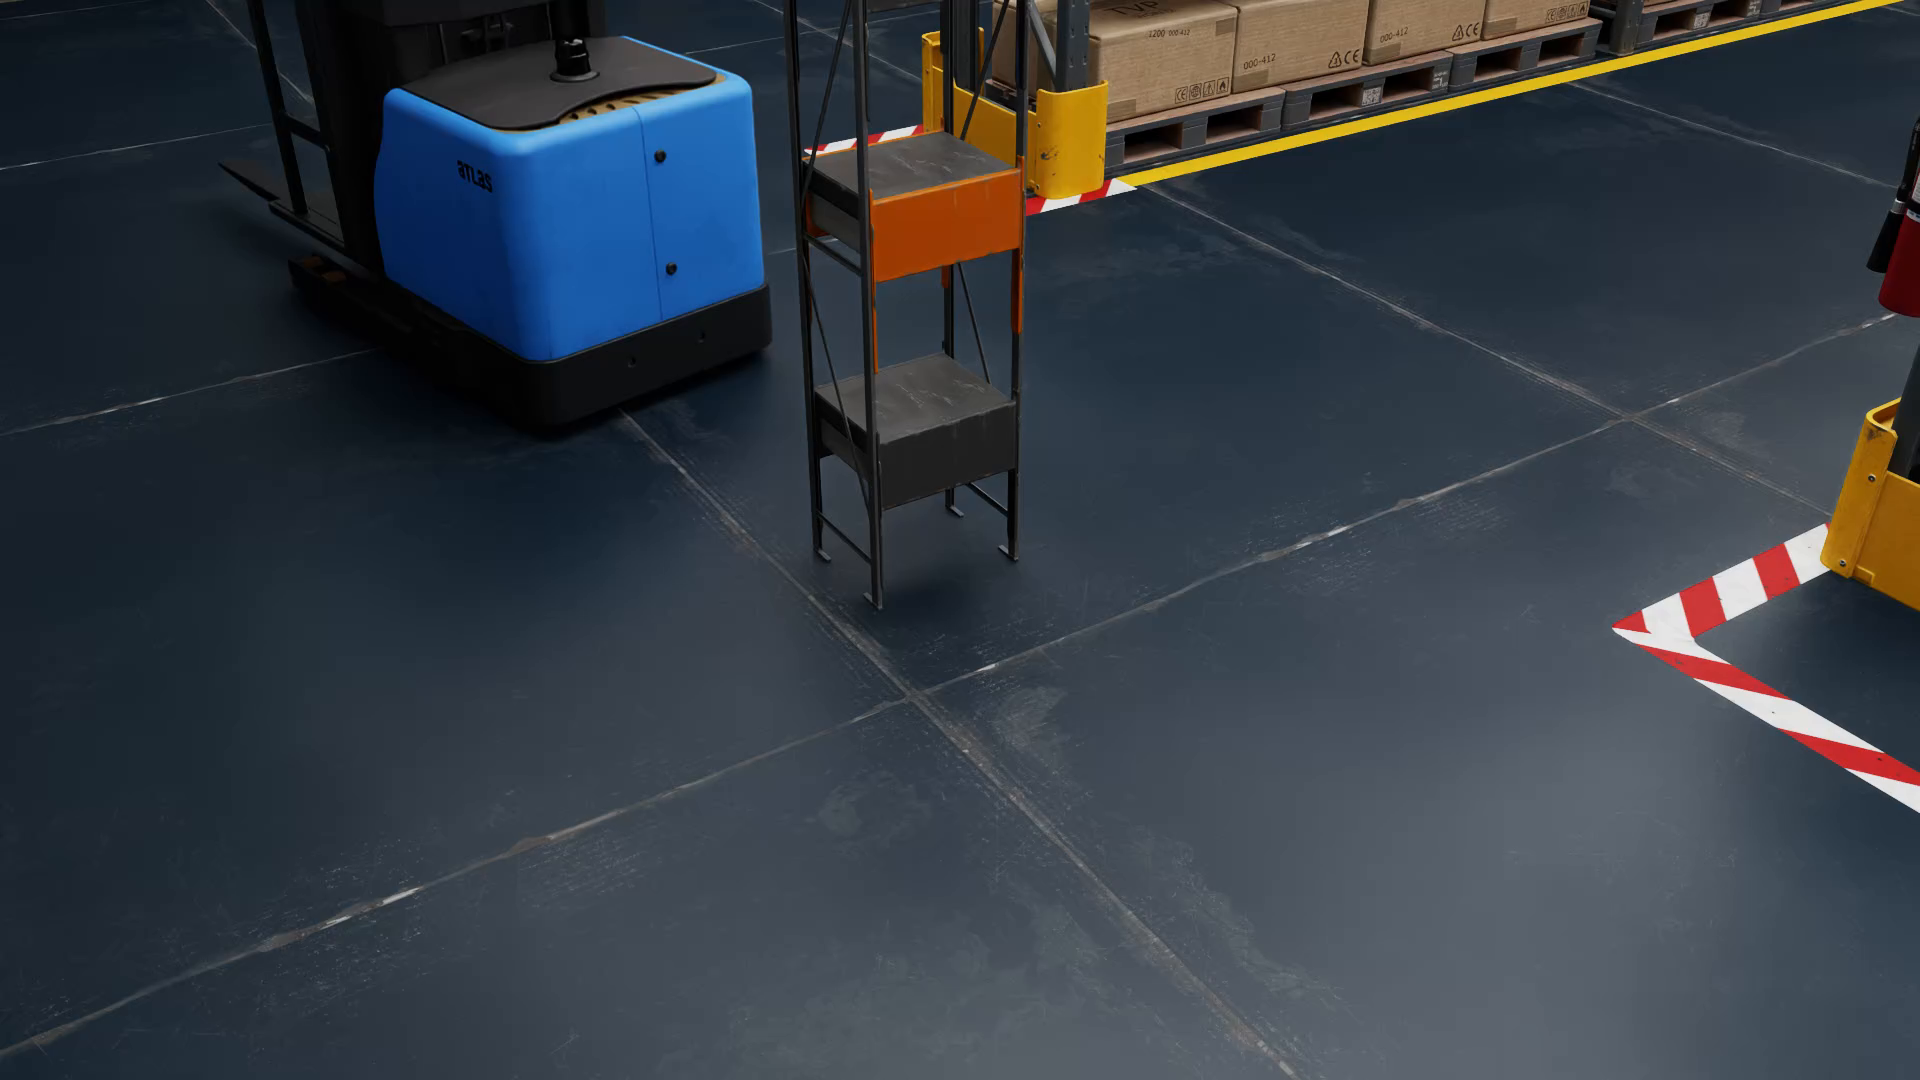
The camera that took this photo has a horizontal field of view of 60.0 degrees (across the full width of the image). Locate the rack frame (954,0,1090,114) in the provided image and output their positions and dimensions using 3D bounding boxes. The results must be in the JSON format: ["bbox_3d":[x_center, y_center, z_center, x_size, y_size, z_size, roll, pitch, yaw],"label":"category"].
[{"bbox_3d":[0.267,-3.164,7.454,0.127,3.000,1.000,-19,37,-27],"label":"rack frame"}]

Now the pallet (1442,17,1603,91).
[{"bbox_3d":[2.947,-2.956,9.738,1.213,0.211,1.003,-19,37,-27],"label":"pallet"}]

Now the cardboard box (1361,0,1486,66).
[{"bbox_3d":[2.291,-3.022,9.236,0.875,0.438,0.875,-20,37,-29],"label":"cardboard box"}]

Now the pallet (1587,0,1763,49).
[{"bbox_3d":[4.236,-3.398,10.438,1.213,0.211,1.003,-19,37,-27],"label":"pallet"}]

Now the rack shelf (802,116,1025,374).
[{"bbox_3d":[-0.139,-0.829,4.621,0.480,0.518,0.431,-19,37,-27],"label":"rack shelf"}]

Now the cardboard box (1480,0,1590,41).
[{"bbox_3d":[3.043,-3.281,9.647,0.875,0.438,0.875,-20,37,-28],"label":"cardboard box"}]

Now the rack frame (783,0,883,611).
[{"bbox_3d":[-0.344,-0.770,4.502,0.015,2.100,0.400,-19,37,-27],"label":"rack frame"}]

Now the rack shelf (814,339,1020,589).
[{"bbox_3d":[-0.139,-0.237,4.995,0.480,0.518,0.431,-19,37,-27],"label":"rack shelf"}]

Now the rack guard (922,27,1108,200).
[{"bbox_3d":[0.246,-2.100,8.110,0.348,0.500,1.175,-19,37,-27],"label":"rack guard"}]

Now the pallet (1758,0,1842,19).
[{"bbox_3d":[5.263,-3.752,11.001,1.213,0.211,1.003,-19,37,-27],"label":"pallet"}]

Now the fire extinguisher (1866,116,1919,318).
[{"bbox_3d":[2.572,-0.917,4.314,0.183,0.674,0.296,-19,37,-27],"label":"fire extinguisher"}]

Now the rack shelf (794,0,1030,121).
[{"bbox_3d":[-0.139,-1.421,4.248,0.480,0.518,0.431,-19,37,-27],"label":"rack shelf"}]

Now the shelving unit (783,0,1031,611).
[{"bbox_3d":[-0.139,-0.840,4.614,0.503,2.100,0.431,-19,37,-27],"label":"shelving unit"}]

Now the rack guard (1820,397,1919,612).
[{"bbox_3d":[3.097,0.062,4.683,0.348,0.500,1.175,-19,37,-27],"label":"rack guard"}]

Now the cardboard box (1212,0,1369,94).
[{"bbox_3d":[1.532,-2.762,8.824,0.875,0.438,0.875,-18,36,-26],"label":"cardboard box"}]

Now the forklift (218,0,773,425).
[{"bbox_3d":[-2.096,-2.326,6.191,1.130,2.935,3.031,-27,41,-36],"label":"forklift"}]

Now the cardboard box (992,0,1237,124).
[{"bbox_3d":[0.767,-2.493,8.399,0.875,0.438,0.875,-20,38,-29],"label":"cardboard box"}]

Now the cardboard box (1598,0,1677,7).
[{"bbox_3d":[4.106,-3.814,10.083,0.875,0.875,0.875,-18,36,-26],"label":"cardboard box"}]

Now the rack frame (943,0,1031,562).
[{"bbox_3d":[0.066,-0.911,4.726,0.015,2.100,0.400,-19,37,-27],"label":"rack frame"}]

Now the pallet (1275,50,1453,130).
[{"bbox_3d":[1.921,-2.601,9.176,1.213,0.211,1.003,-19,37,-27],"label":"pallet"}]

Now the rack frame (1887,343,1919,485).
[{"bbox_3d":[3.034,-0.973,3.981,0.127,3.000,1.000,-19,37,-27],"label":"rack frame"}]

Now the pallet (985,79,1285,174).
[{"bbox_3d":[0.896,-2.251,8.620,1.213,0.211,1.003,-19,37,-27],"label":"pallet"}]

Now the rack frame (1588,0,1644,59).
[{"bbox_3d":[3.629,-4.320,9.287,0.127,3.000,1.000,-19,37,-27],"label":"rack frame"}]
